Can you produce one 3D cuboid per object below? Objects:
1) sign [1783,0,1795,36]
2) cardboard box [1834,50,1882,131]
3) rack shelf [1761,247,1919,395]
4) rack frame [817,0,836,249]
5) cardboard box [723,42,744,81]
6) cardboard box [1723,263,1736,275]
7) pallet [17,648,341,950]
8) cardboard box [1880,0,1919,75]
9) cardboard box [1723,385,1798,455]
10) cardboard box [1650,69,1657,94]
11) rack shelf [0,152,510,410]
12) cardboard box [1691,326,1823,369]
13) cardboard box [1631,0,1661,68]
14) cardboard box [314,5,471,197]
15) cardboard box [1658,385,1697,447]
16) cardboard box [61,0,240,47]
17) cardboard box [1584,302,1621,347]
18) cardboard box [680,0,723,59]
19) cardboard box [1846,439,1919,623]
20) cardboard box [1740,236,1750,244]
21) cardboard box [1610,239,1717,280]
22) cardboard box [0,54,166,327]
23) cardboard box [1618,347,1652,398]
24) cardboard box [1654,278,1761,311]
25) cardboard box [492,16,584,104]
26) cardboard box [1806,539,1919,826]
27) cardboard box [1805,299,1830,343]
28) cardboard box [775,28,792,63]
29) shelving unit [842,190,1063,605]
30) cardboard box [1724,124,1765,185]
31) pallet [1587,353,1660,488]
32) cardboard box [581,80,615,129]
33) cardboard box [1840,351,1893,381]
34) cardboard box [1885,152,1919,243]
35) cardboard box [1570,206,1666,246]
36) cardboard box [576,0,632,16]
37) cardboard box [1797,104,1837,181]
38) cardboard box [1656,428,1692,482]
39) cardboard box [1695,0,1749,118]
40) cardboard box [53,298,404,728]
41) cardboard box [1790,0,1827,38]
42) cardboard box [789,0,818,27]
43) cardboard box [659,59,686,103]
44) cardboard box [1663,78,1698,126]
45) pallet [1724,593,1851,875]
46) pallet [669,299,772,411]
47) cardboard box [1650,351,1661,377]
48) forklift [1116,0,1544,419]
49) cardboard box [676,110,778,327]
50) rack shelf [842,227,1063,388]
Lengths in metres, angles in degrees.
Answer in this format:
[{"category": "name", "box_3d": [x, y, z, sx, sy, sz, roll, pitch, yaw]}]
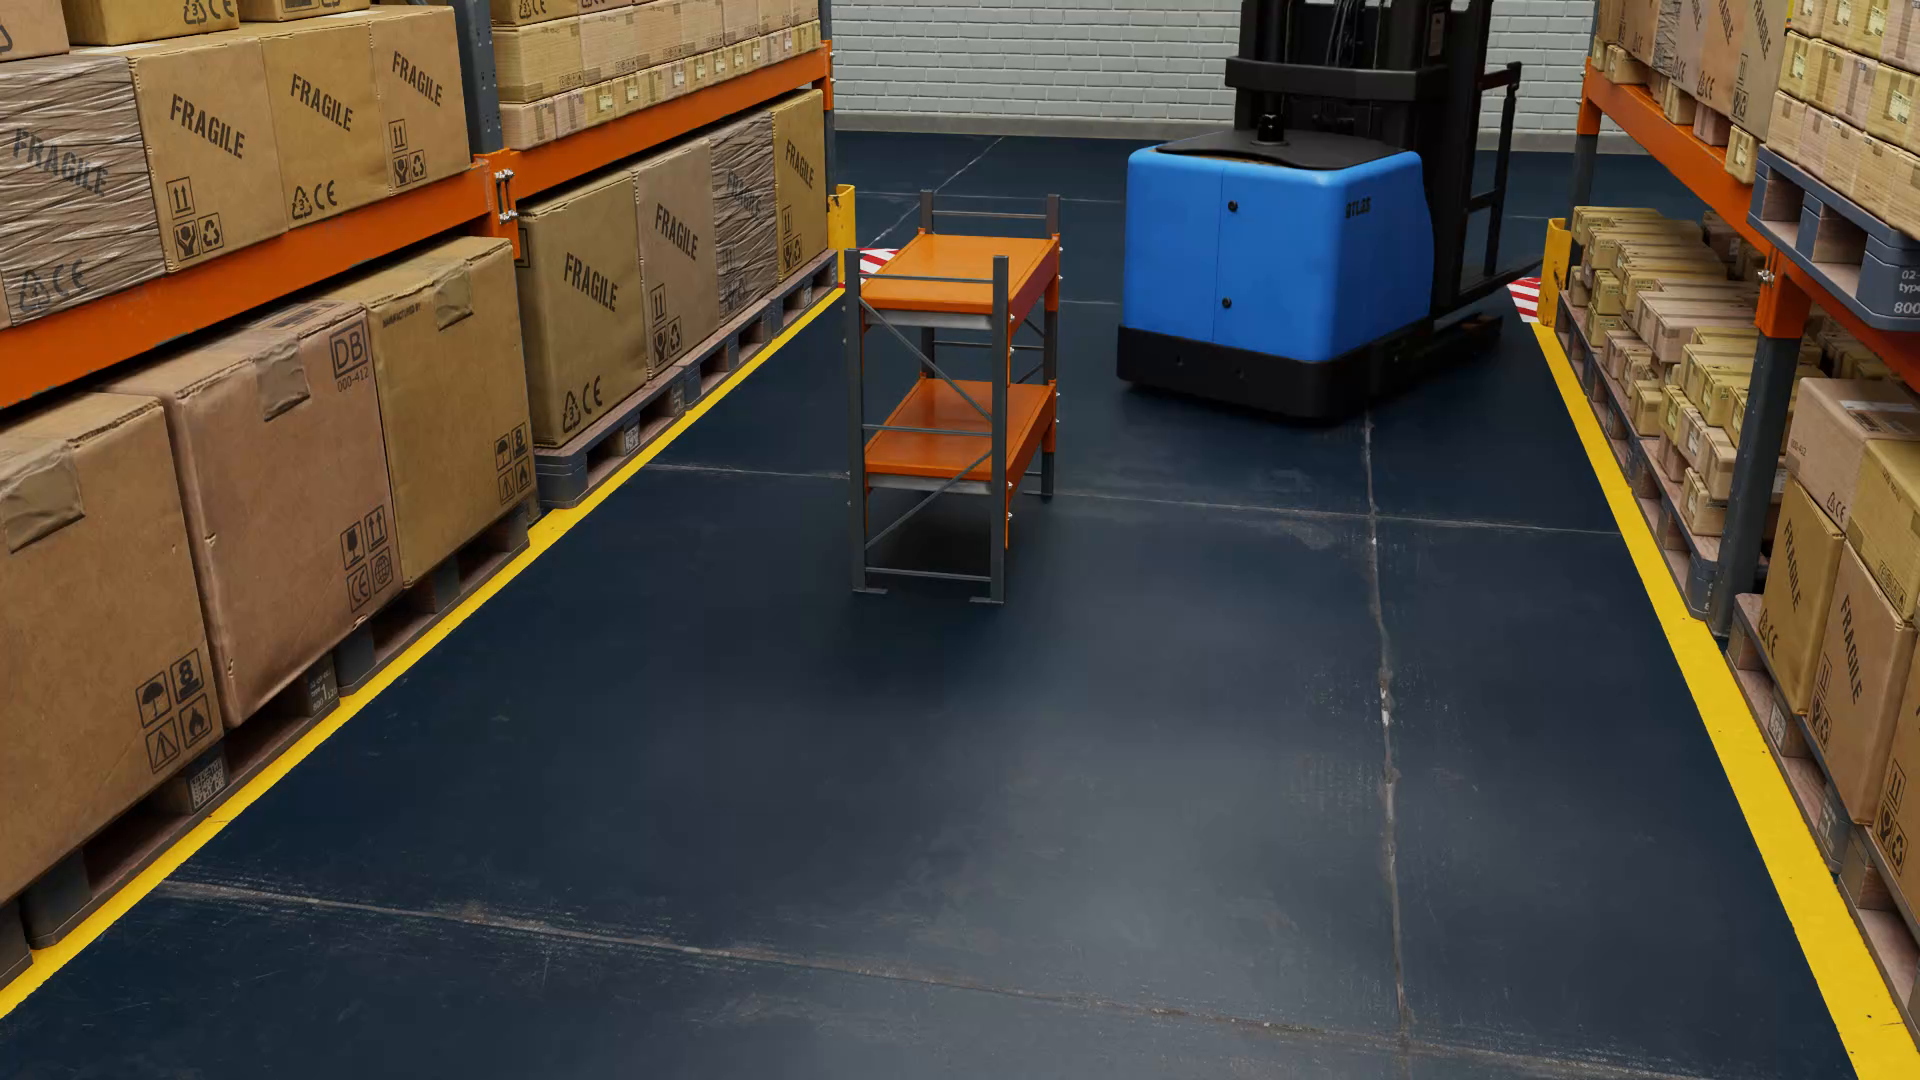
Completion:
[{"category": "sign", "box_3d": [2.278, -1.511, 4.432, 0.100, 0.325, 0.005, 4, 22, 11]}, {"category": "cardboard box", "box_3d": [2.177, -0.989, 3.671, 0.380, 0.149, 0.250, 5, 22, 12]}, {"category": "rack shelf", "box_3d": [2.403, -0.006, 2.817, 1.077, 0.370, 4.000, 4, 22, 11]}, {"category": "rack frame", "box_3d": [-1.208, -2.949, 9.161, 1.000, 3.000, 0.127, 4, 22, 11]}, {"category": "cardboard box", "box_3d": [-1.217, -2.209, 7.659, 0.380, 0.149, 0.250, 5, 22, 11]}, {"category": "cardboard box", "box_3d": [3.693, -1.238, 7.769, 0.380, 0.149, 0.250, 4, 22, 10]}, {"category": "pallet", "box_3d": [-2.354, 0.543, 4.224, 1.003, 0.211, 1.213, 4, 22, 11]}, {"category": "cardboard box", "box_3d": [2.121, -1.029, 3.372, 0.380, 0.149, 0.250, 4, 22, 10]}, {"category": "cardboard box", "box_3d": [2.629, -0.370, 5.214, 0.380, 0.149, 0.250, 5, 22, 12]}, {"category": "cardboard box", "box_3d": [3.124, -1.931, 6.969, 0.380, 0.149, 0.250, 4, 22, 10]}, {"category": "rack shelf", "box_3d": [-2.432, -0.421, 3.847, 1.077, 0.370, 4.000, 4, 22, 11]}, {"category": "cardboard box", "box_3d": [2.815, -0.647, 5.902, 0.380, 0.149, 0.250, 5, 23, 13]}, {"category": "cardboard box", "box_3d": [3.069, -2.200, 6.768, 0.500, 0.500, 0.500, 5, 22, 12]}, {"category": "cardboard box", "box_3d": [-1.852, -1.341, 5.034, 0.500, 0.500, 0.500, 5, 22, 11]}, {"category": "cardboard box", "box_3d": [2.645, -0.420, 5.738, 0.380, 0.149, 0.250, 4, 22, 9]}, {"category": "cardboard box", "box_3d": [-2.297, -1.514, 4.120, 0.797, 0.503, 0.637, 5, 22, 12]}, {"category": "cardboard box", "box_3d": [3.030, -0.961, 7.478, 0.380, 0.149, 0.250, 5, 22, 12]}, {"category": "cardboard box", "box_3d": [-1.357, -2.258, 7.247, 0.500, 0.250, 0.500, 4, 22, 11]}, {"category": "cardboard box", "box_3d": [2.296, -0.009, 3.642, 0.500, 0.250, 0.500, 5, 22, 12]}, {"category": "cardboard box", "box_3d": [3.732, -1.278, 7.469, 0.380, 0.149, 0.250, 4, 22, 10]}, {"category": "cardboard box", "box_3d": [3.103, -1.227, 7.344, 0.380, 0.149, 0.250, 3, 22, 8]}, {"category": "cardboard box", "box_3d": [-2.166, -0.786, 3.656, 0.500, 0.500, 0.500, 5, 22, 11]}, {"category": "cardboard box", "box_3d": [2.905, -0.673, 6.762, 0.380, 0.149, 0.250, 4, 22, 11]}, {"category": "cardboard box", "box_3d": [2.981, -0.935, 6.617, 0.380, 0.149, 0.250, 5, 22, 11]}, {"category": "cardboard box", "box_3d": [-1.672, -1.707, 5.879, 0.500, 0.250, 0.500, 4, 22, 10]}, {"category": "cardboard box", "box_3d": [2.294, 0.337, 3.785, 0.500, 0.500, 0.500, 5, 23, 13]}, {"category": "cardboard box", "box_3d": [3.339, -0.812, 6.313, 0.380, 0.149, 0.250, 4, 22, 9]}, {"category": "cardboard box", "box_3d": [-1.062, -2.490, 8.357, 0.380, 0.149, 0.250, 5, 22, 11]}, {"category": "shelving unit", "box_3d": [0.001, -0.524, 5.650, 0.538, 1.125, 1.048, 4, 22, 11]}, {"category": "cardboard box", "box_3d": [2.586, -1.180, 5.104, 0.380, 0.149, 0.250, 4, 22, 9]}, {"category": "pallet", "box_3d": [3.160, -0.474, 6.747, 1.003, 0.211, 1.213, 4, 22, 11]}, {"category": "cardboard box", "box_3d": [-1.531, -1.645, 6.260, 0.380, 0.149, 0.250, 5, 23, 13]}, {"category": "cardboard box", "box_3d": [3.202, -0.522, 5.593, 0.380, 0.149, 0.250, 4, 22, 10]}, {"category": "cardboard box", "box_3d": [2.071, -0.663, 3.258, 0.380, 0.149, 0.250, 3, 22, 9]}, {"category": "cardboard box", "box_3d": [3.188, -1.517, 8.062, 0.380, 0.149, 0.250, 3, 22, 8]}, {"category": "cardboard box", "box_3d": [-1.568, -2.238, 6.194, 0.500, 0.500, 0.500, 4, 22, 11]}, {"category": "cardboard box", "box_3d": [2.230, -0.939, 3.943, 0.380, 0.149, 0.250, 5, 22, 12]}, {"category": "cardboard box", "box_3d": [2.683, -0.303, 5.846, 0.380, 0.149, 0.250, 4, 22, 9]}, {"category": "cardboard box", "box_3d": [2.740, -1.644, 5.388, 0.500, 0.500, 0.500, 4, 22, 9]}, {"category": "cardboard box", "box_3d": [-2.316, -0.133, 4.451, 1.225, 0.875, 0.875, 4, 22, 9]}, {"category": "cardboard box", "box_3d": [2.281, -1.317, 4.085, 0.380, 0.149, 0.250, 6, 23, 14]}, {"category": "cardboard box", "box_3d": [-1.047, -2.820, 8.644, 0.500, 0.250, 0.500, 4, 22, 10]}, {"category": "cardboard box", "box_3d": [-1.374, -1.927, 6.959, 0.380, 0.149, 0.250, 5, 22, 12]}, {"category": "cardboard box", "box_3d": [2.889, -1.654, 6.282, 0.380, 0.149, 0.250, 5, 22, 12]}, {"category": "pallet", "box_3d": [2.654, 0.507, 4.312, 1.003, 0.211, 1.213, 4, 22, 11]}, {"category": "pallet", "box_3d": [-1.545, -0.913, 7.837, 1.003, 0.211, 1.213, 4, 22, 11]}, {"category": "cardboard box", "box_3d": [2.899, -0.696, 6.422, 0.380, 0.149, 0.250, 3, 22, 8]}, {"category": "forklift", "box_3d": [2.019, -2.347, 7.758, 1.130, 2.935, 3.031, 17, 27, 35]}, {"category": "cardboard box", "box_3d": [-1.446, -1.586, 8.057, 0.875, 0.875, 0.875, 4, 22, 11]}, {"category": "rack shelf", "box_3d": [0.001, -0.796, 5.540, 0.538, 0.278, 1.000, 4, 22, 11]}]
